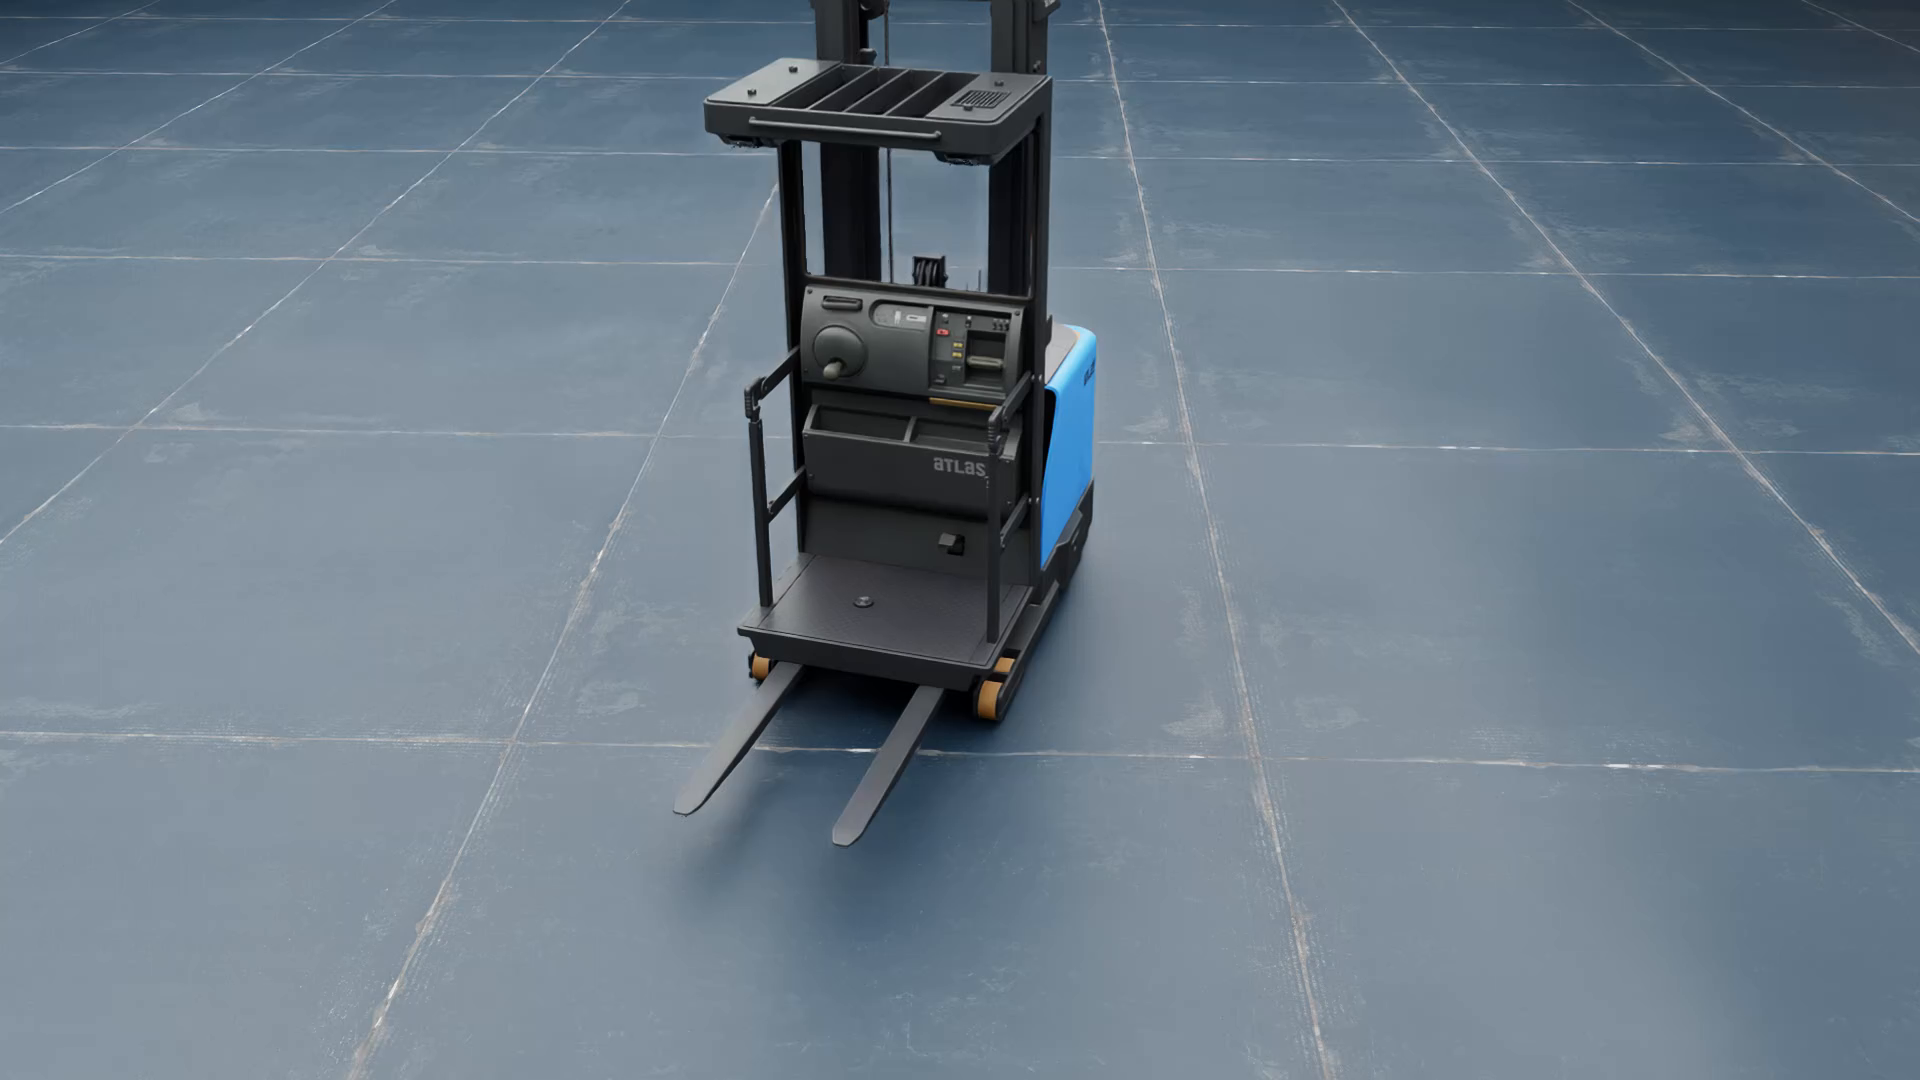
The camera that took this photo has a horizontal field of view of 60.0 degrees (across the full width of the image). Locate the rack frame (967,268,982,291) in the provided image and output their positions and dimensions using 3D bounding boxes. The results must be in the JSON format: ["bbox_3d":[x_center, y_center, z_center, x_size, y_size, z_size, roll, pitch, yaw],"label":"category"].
[{"bbox_3d":[0.071,-0.761,8.405,0.006,1.200,0.240,8,29,15],"label":"rack frame"}]

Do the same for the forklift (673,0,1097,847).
[{"bbox_3d":[-0.262,-0.759,6.552,1.130,2.935,3.031,8,29,15],"label":"forklift"}]

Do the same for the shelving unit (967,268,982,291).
[{"bbox_3d":[0.158,-0.749,8.381,0.189,1.200,0.258,8,29,15],"label":"shelving unit"}]
